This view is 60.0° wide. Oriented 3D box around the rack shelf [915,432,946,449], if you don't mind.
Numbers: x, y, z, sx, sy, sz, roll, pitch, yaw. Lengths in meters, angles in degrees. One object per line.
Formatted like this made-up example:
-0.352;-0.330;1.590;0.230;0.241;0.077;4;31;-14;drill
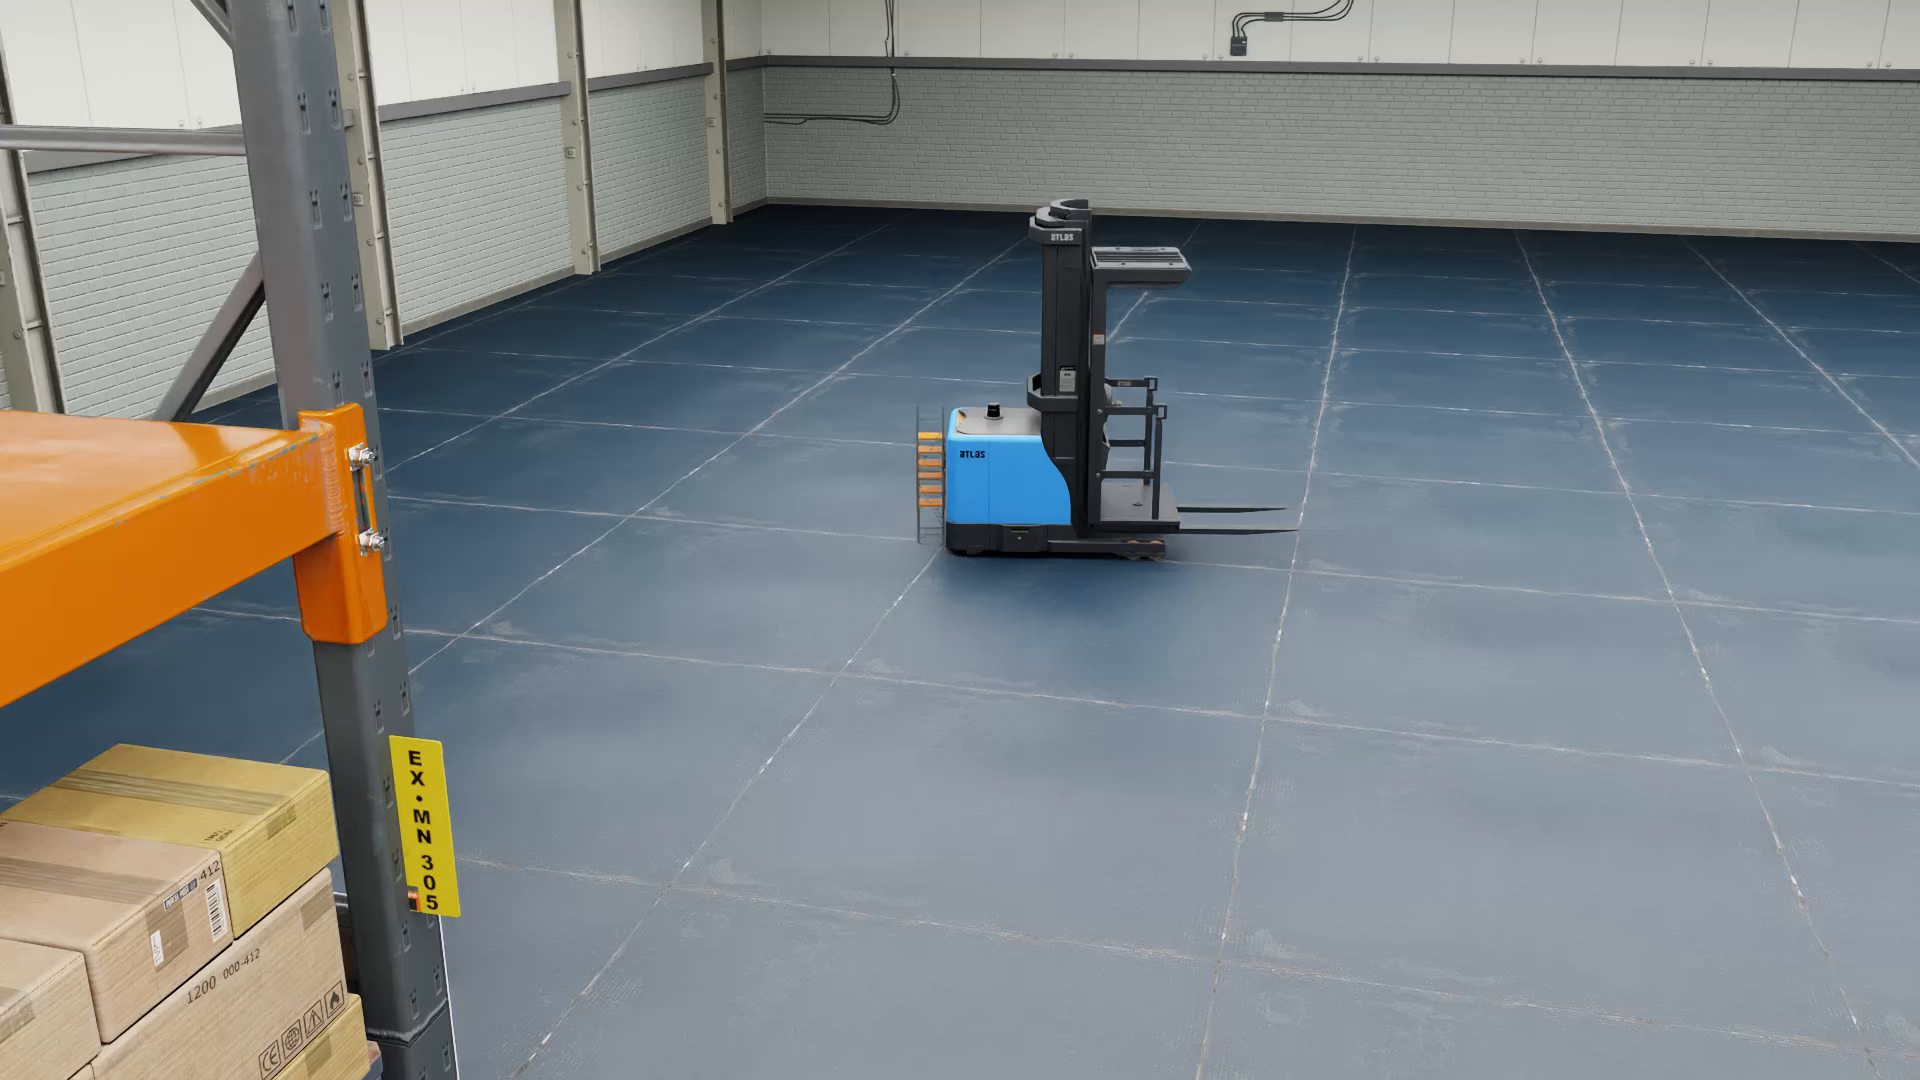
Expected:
-0.254;-0.862;14.380;0.258;0.103;0.180;0;19;0;rack shelf

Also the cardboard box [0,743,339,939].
-1.167;0.440;2.469;0.380;0.149;0.250;5;19;14;cardboard box

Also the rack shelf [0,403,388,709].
-1.902;0.549;0.890;1.077;0.370;4.000;5;19;13;rack shelf

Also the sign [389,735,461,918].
-0.891;0.478;2.761;0.100;0.325;0.005;5;19;13;sign

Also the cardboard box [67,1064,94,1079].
-1.385;0.828;1.949;0.500;0.250;0.500;5;19;13;cardboard box

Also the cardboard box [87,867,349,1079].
-1.262;0.672;2.408;0.500;0.250;0.500;5;19;14;cardboard box

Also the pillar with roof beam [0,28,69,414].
-4.990;-4.632;14.326;9.100;9.000;0.400;5;19;13;pillar with roof beam

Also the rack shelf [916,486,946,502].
-0.254;-0.408;14.535;0.258;0.103;0.180;0;19;0;rack shelf

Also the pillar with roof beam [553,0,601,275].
-2.058;-8.393;25.338;9.100;9.000;0.400;5;19;13;pillar with roof beam

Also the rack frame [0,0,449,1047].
-1.414;-0.608;2.544;1.000;3.000;0.127;5;19;13;rack frame

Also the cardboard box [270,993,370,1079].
-1.166;0.816;2.602;0.380;0.149;0.250;5;19;13;cardboard box

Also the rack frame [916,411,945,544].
-0.255;-0.534;14.395;0.240;1.200;0.006;0;19;0;rack frame

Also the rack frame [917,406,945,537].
-0.253;-0.593;14.568;0.240;1.200;0.006;0;19;0;rack frame

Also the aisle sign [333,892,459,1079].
-1.105;1.003;3.090;0.394;0.787;0.004;5;19;13;aisle sign

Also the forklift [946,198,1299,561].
1.406;-1.388;14.216;3.031;2.935;1.130;1;19;2;forklift

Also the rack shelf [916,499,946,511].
-0.254;-0.295;14.574;0.258;0.103;0.180;0;19;0;rack shelf

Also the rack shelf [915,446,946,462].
-0.254;-0.749;14.419;0.258;0.103;0.180;0;19;0;rack shelf

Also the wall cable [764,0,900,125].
-2.765;-9.963;34.739;3.097;2.526;0.112;5;19;13;wall cable

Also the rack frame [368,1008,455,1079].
-1.414;2.231;3.514;1.000;3.000;0.127;5;19;13;rack frame

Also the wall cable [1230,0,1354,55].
6.437;-12.287;31.477;2.305;6.003;0.169;5;19;13;wall cable

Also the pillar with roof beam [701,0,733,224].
-0.592;-10.274;30.844;9.100;9.000;0.400;5;19;13;pillar with roof beam

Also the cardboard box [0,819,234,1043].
-1.229;0.518;2.241;0.380;0.149;0.250;5;19;14;cardboard box

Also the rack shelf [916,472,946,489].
-0.254;-0.522;14.496;0.258;0.103;0.180;0;19;0;rack shelf

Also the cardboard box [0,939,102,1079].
-1.292;0.598;2.005;0.380;0.149;0.250;5;19;14;cardboard box

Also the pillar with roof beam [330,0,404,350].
-3.524;-6.512;19.832;9.100;9.000;0.400;5;19;13;pillar with roof beam

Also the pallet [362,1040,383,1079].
-1.585;1.087;2.360;1.003;0.211;1.213;5;19;13;pallet

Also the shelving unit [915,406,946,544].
-0.254;-0.564;14.482;0.258;1.200;0.189;0;19;0;shelving unit

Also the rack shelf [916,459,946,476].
-0.254;-0.635;14.457;0.258;0.103;0.180;0;19;0;rack shelf
